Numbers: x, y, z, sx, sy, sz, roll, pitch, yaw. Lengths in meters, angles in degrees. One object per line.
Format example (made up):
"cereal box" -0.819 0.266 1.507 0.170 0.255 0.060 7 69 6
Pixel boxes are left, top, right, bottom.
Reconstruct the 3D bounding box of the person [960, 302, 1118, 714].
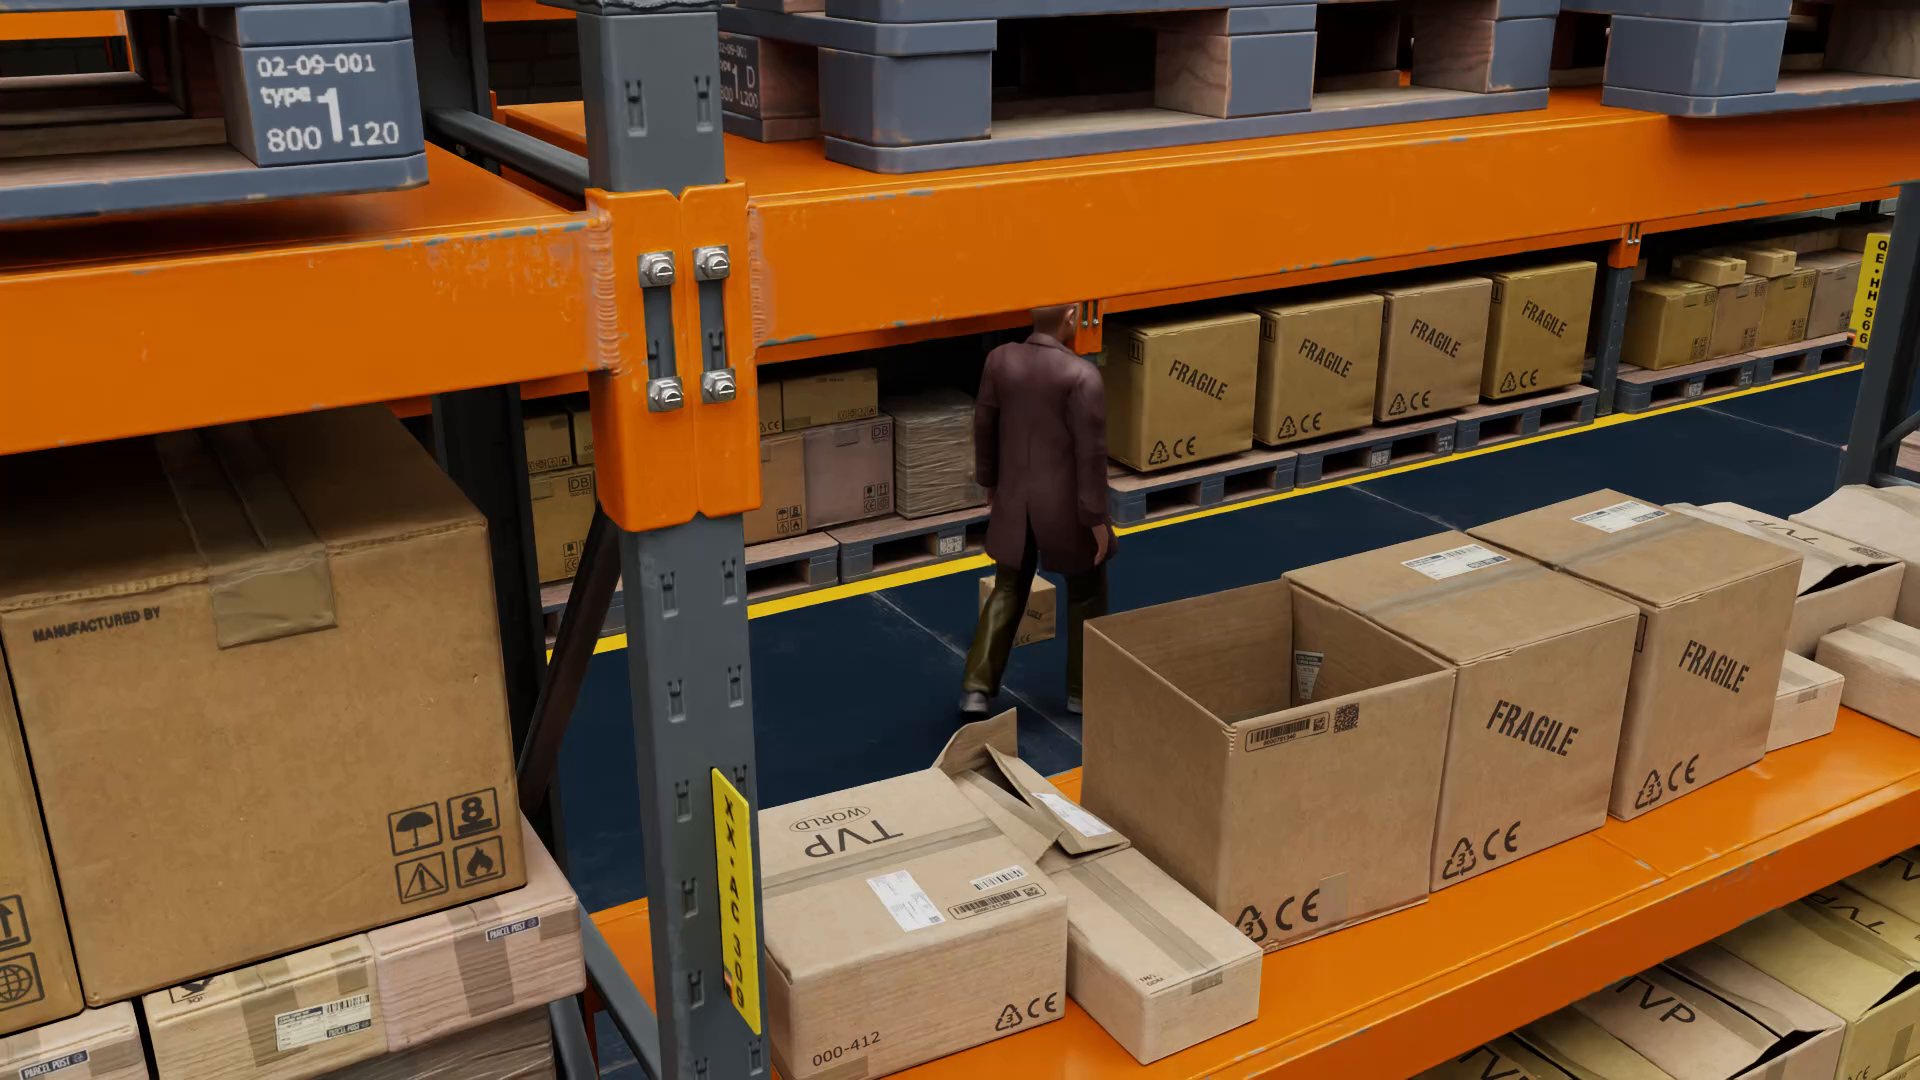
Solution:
"person" 0.302 -0.140 6.471 0.684 1.760 0.809 14 25 32
